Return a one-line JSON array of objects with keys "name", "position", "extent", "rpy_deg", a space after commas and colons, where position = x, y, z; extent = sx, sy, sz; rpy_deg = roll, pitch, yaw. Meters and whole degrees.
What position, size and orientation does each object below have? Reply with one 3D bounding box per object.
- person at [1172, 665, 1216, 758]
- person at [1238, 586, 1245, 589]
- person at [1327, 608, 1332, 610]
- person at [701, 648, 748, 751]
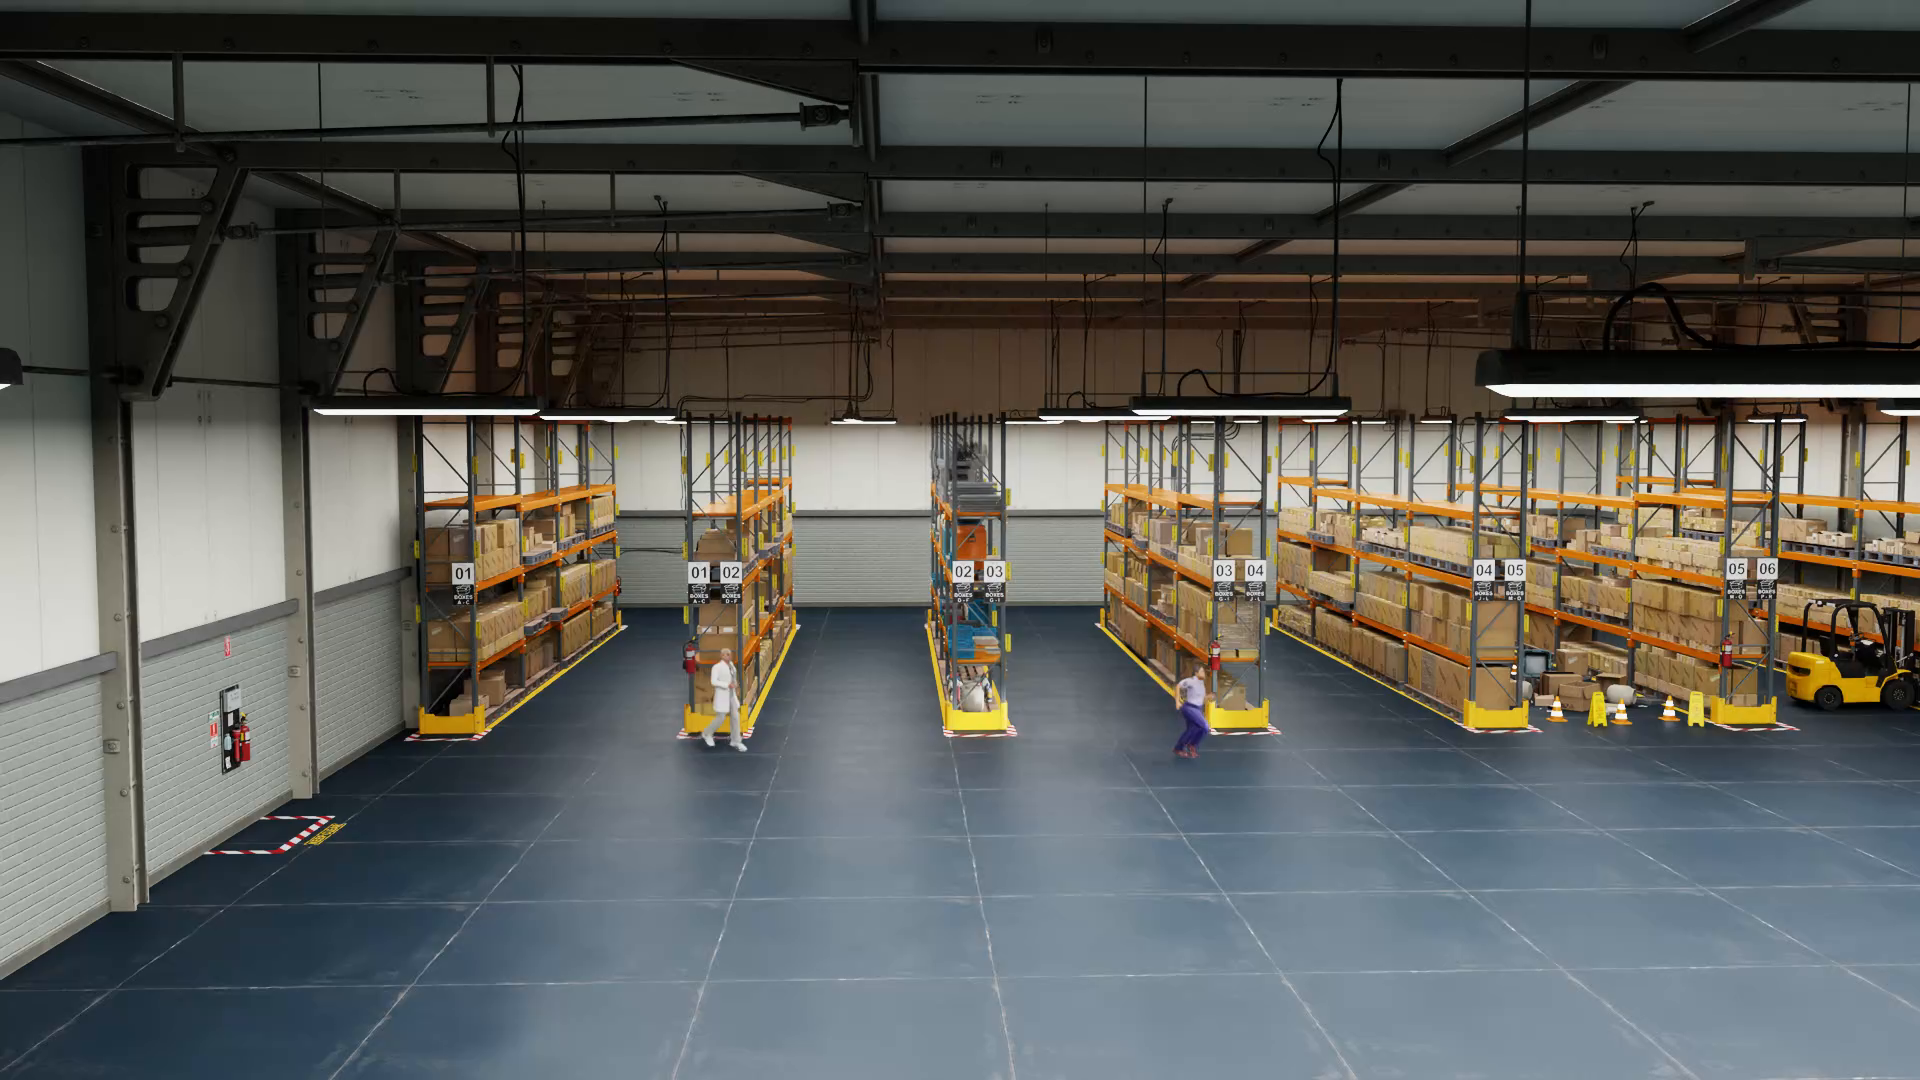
[{"name": "person", "position": [4.024, 2.951, 28.624], "extent": [0.757, 1.604, 0.634], "rpy_deg": [2, 5, 31]}, {"name": "person", "position": [7.838, 1.637, 47.407], "extent": [0.715, 1.702, 0.805], "rpy_deg": [2, 4, 22]}, {"name": "person", "position": [10.719, 1.617, 48.406], "extent": [0.756, 1.746, 0.801], "rpy_deg": [-3, 5, -35]}, {"name": "person", "position": [-4.187, 2.806, 29.552], "extent": [0.947, 1.788, 0.732], "rpy_deg": [3, 5, 33]}]
